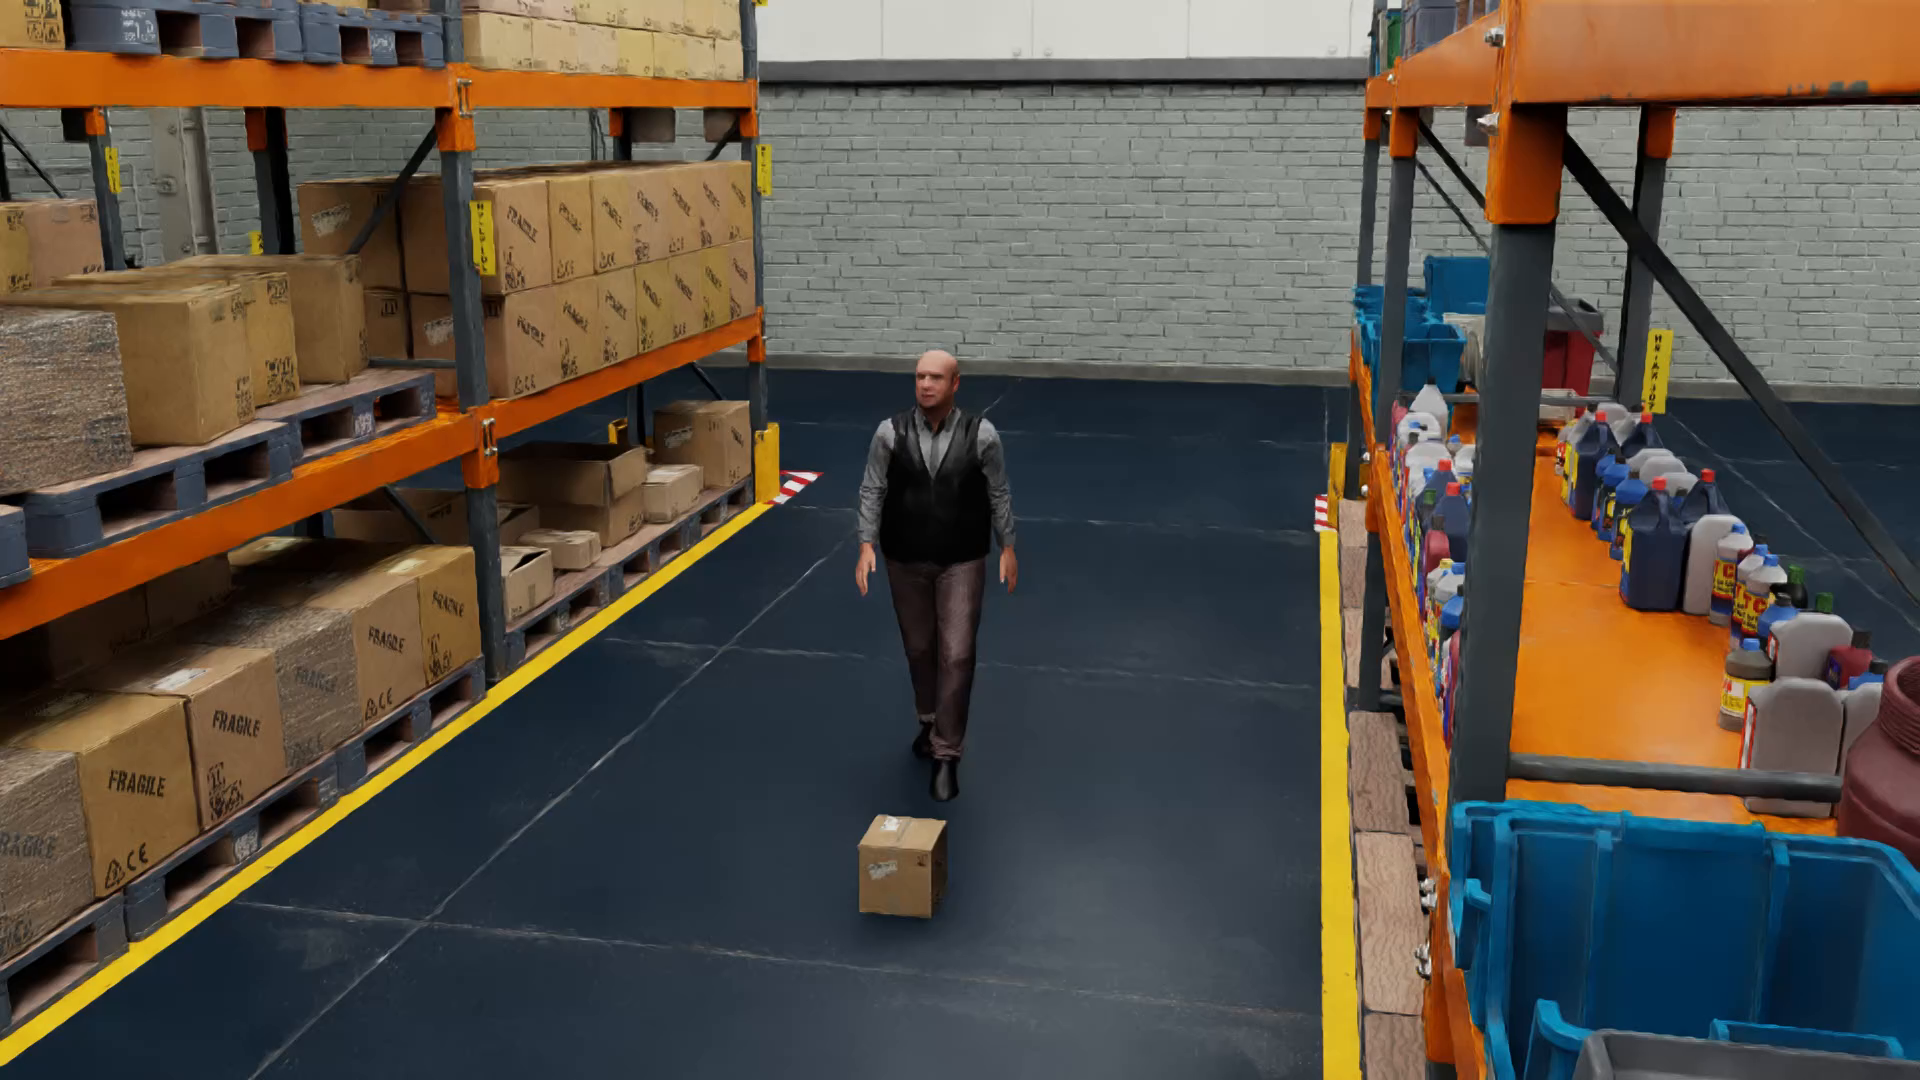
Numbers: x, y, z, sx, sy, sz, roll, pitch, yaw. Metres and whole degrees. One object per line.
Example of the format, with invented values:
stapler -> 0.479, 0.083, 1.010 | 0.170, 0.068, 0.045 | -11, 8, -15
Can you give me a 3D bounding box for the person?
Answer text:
person -> -0.097, 0.118, 6.667 | 0.642, 1.745, 0.739 | 1, 15, 6
